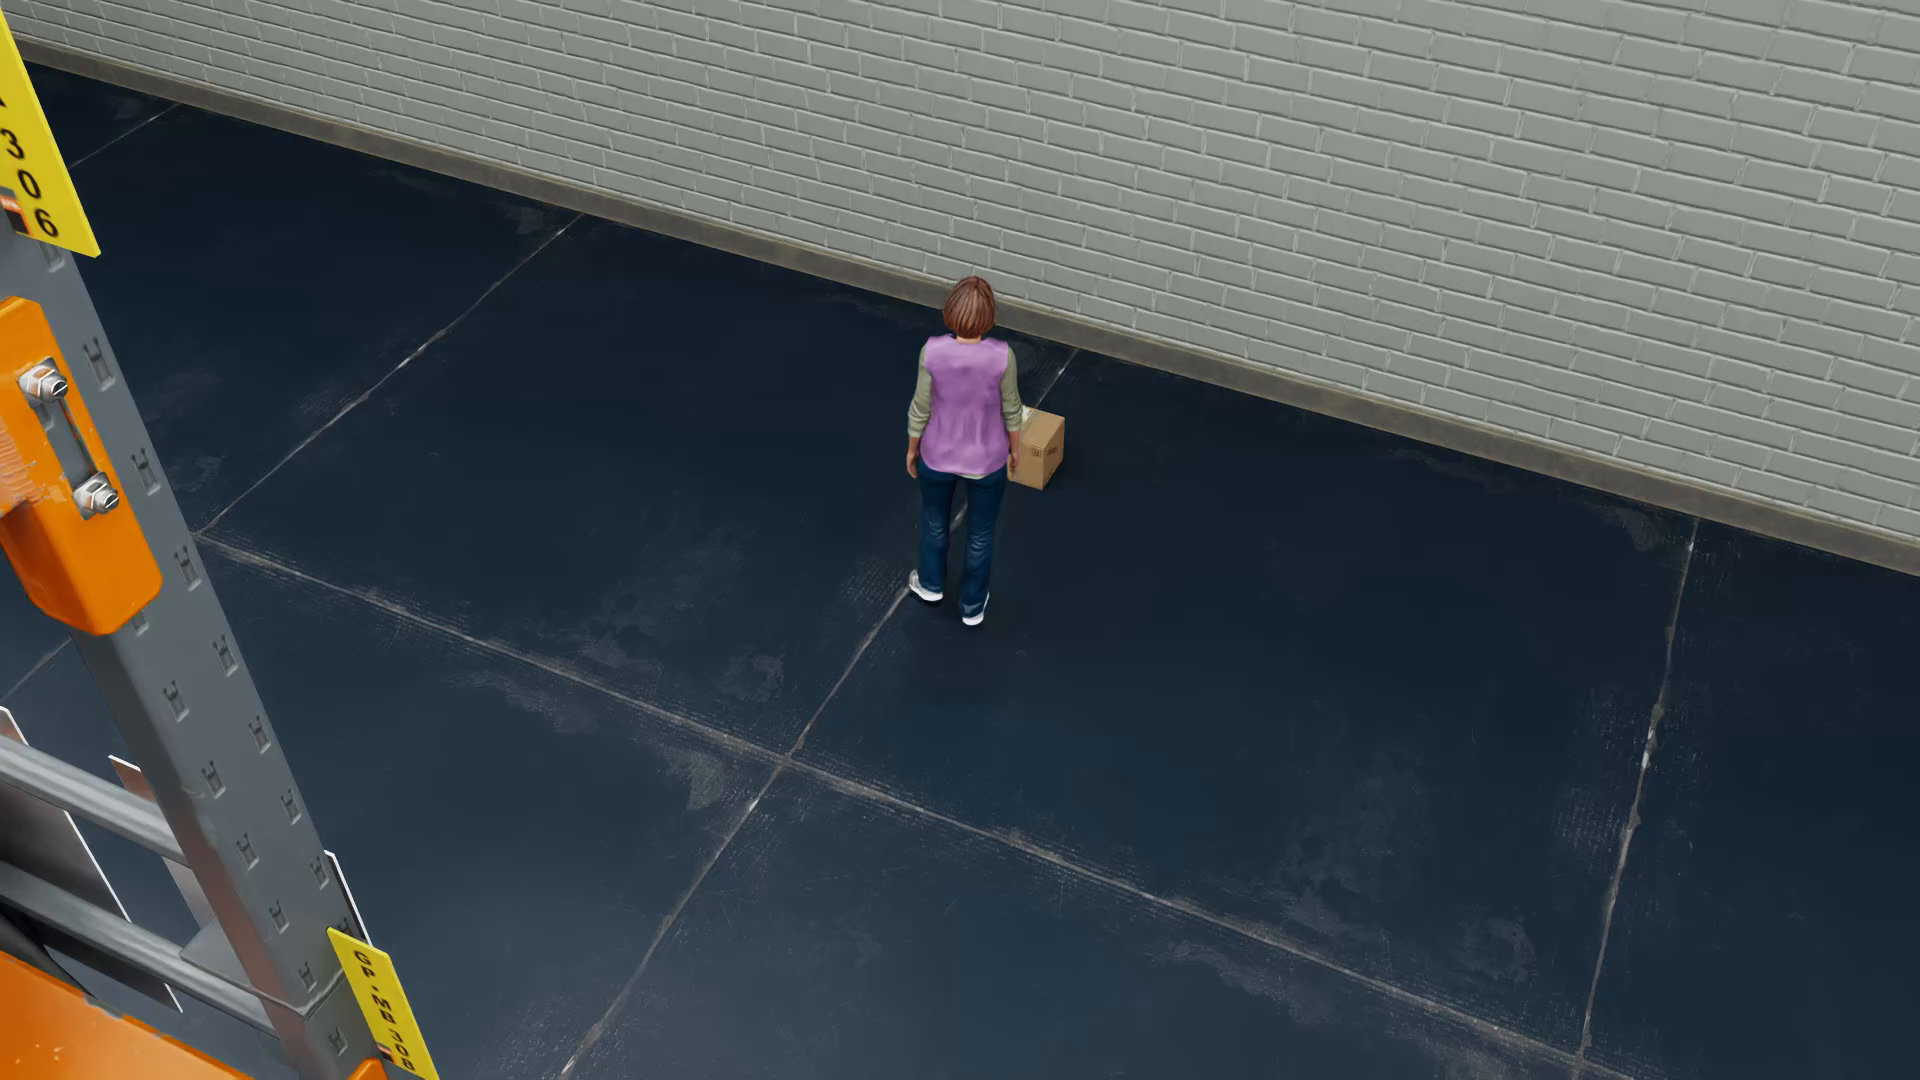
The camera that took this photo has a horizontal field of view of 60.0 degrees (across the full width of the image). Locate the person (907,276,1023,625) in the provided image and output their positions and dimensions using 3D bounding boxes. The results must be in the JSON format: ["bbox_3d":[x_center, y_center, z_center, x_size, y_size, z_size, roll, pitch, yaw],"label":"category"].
[{"bbox_3d":[0.001,-0.308,6.520,0.477,1.627,0.365,4,43,5],"label":"person"}]
